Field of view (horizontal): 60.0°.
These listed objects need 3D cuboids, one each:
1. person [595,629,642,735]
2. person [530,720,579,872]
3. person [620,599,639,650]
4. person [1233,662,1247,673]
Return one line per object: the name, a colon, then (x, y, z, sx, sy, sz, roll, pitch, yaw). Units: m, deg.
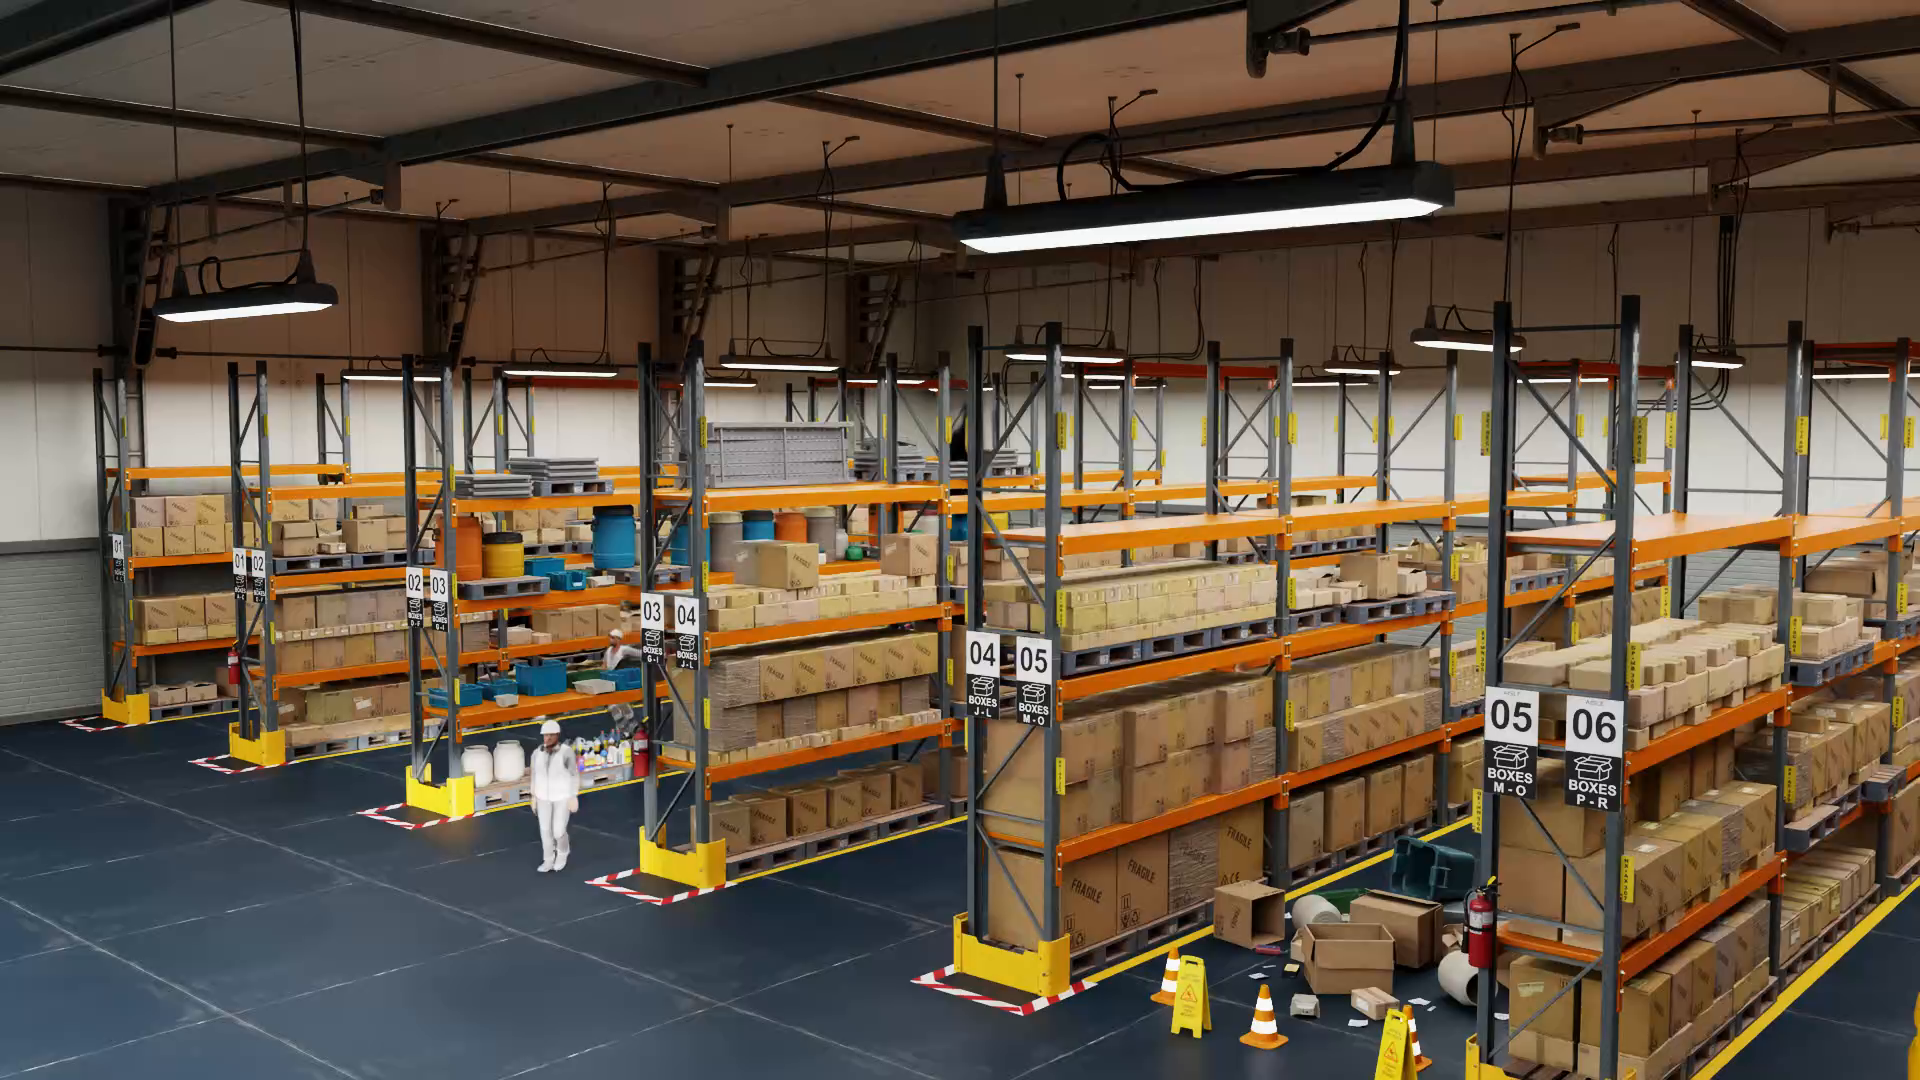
person: (-5.428, 2.315, 26.588, 0.673, 1.790, 0.878, 3, 5, 38)
person: (-4.574, 2.901, 18.817, 0.566, 1.767, 0.491, 1, 4, 13)
person: (-6.337, 1.968, 32.316, 0.614, 1.693, 1.010, 3, 5, 38)
person: (4.109, 2.567, 24.450, 0.667, 1.604, 0.509, -4, 6, -44)
